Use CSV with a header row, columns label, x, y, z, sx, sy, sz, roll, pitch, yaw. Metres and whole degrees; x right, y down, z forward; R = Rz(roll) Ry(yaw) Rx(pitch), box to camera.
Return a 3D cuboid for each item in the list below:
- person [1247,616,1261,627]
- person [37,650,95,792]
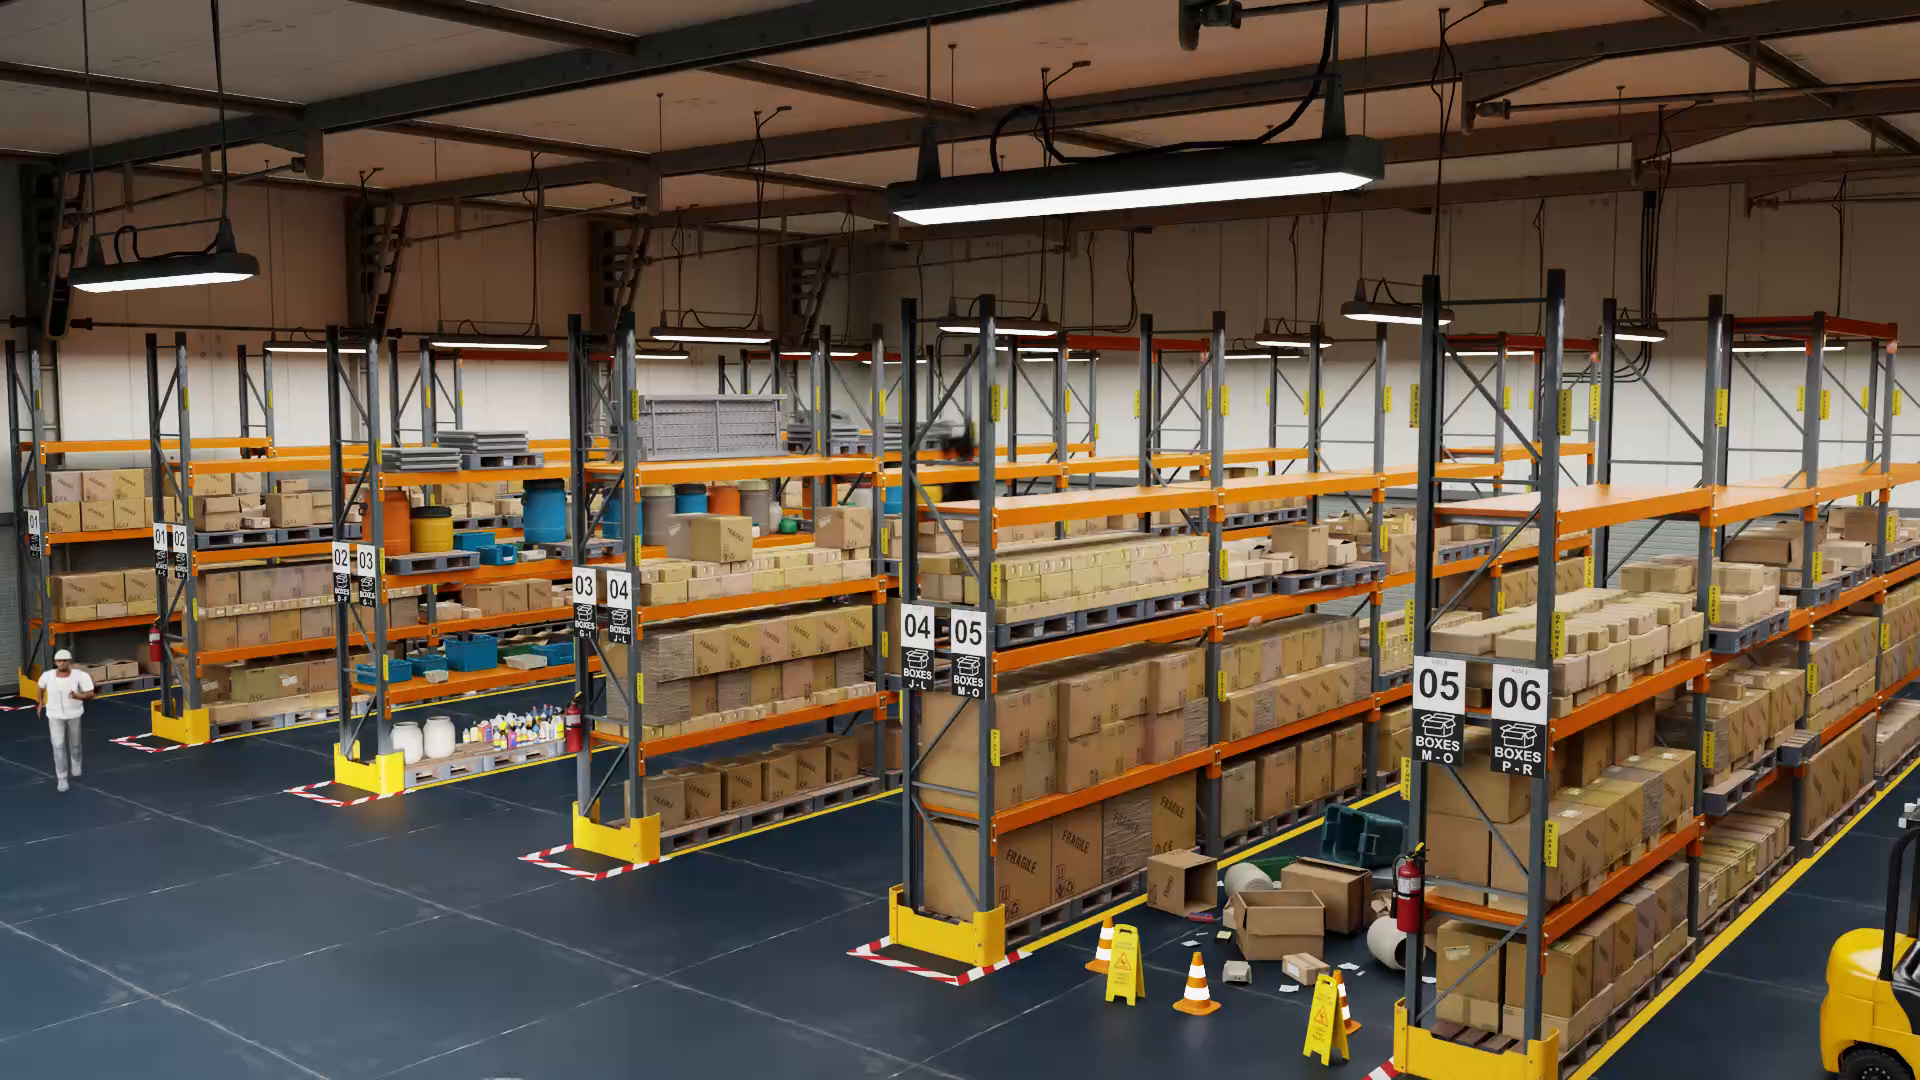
label,x,y,z,sx,sy,sz,roll,pitch,yaw
person,4.157,1.950,23.358,0.720,1.786,0.902,5,7,44
person,-11.664,2.302,21.708,0.690,1.776,0.963,-2,6,-24
